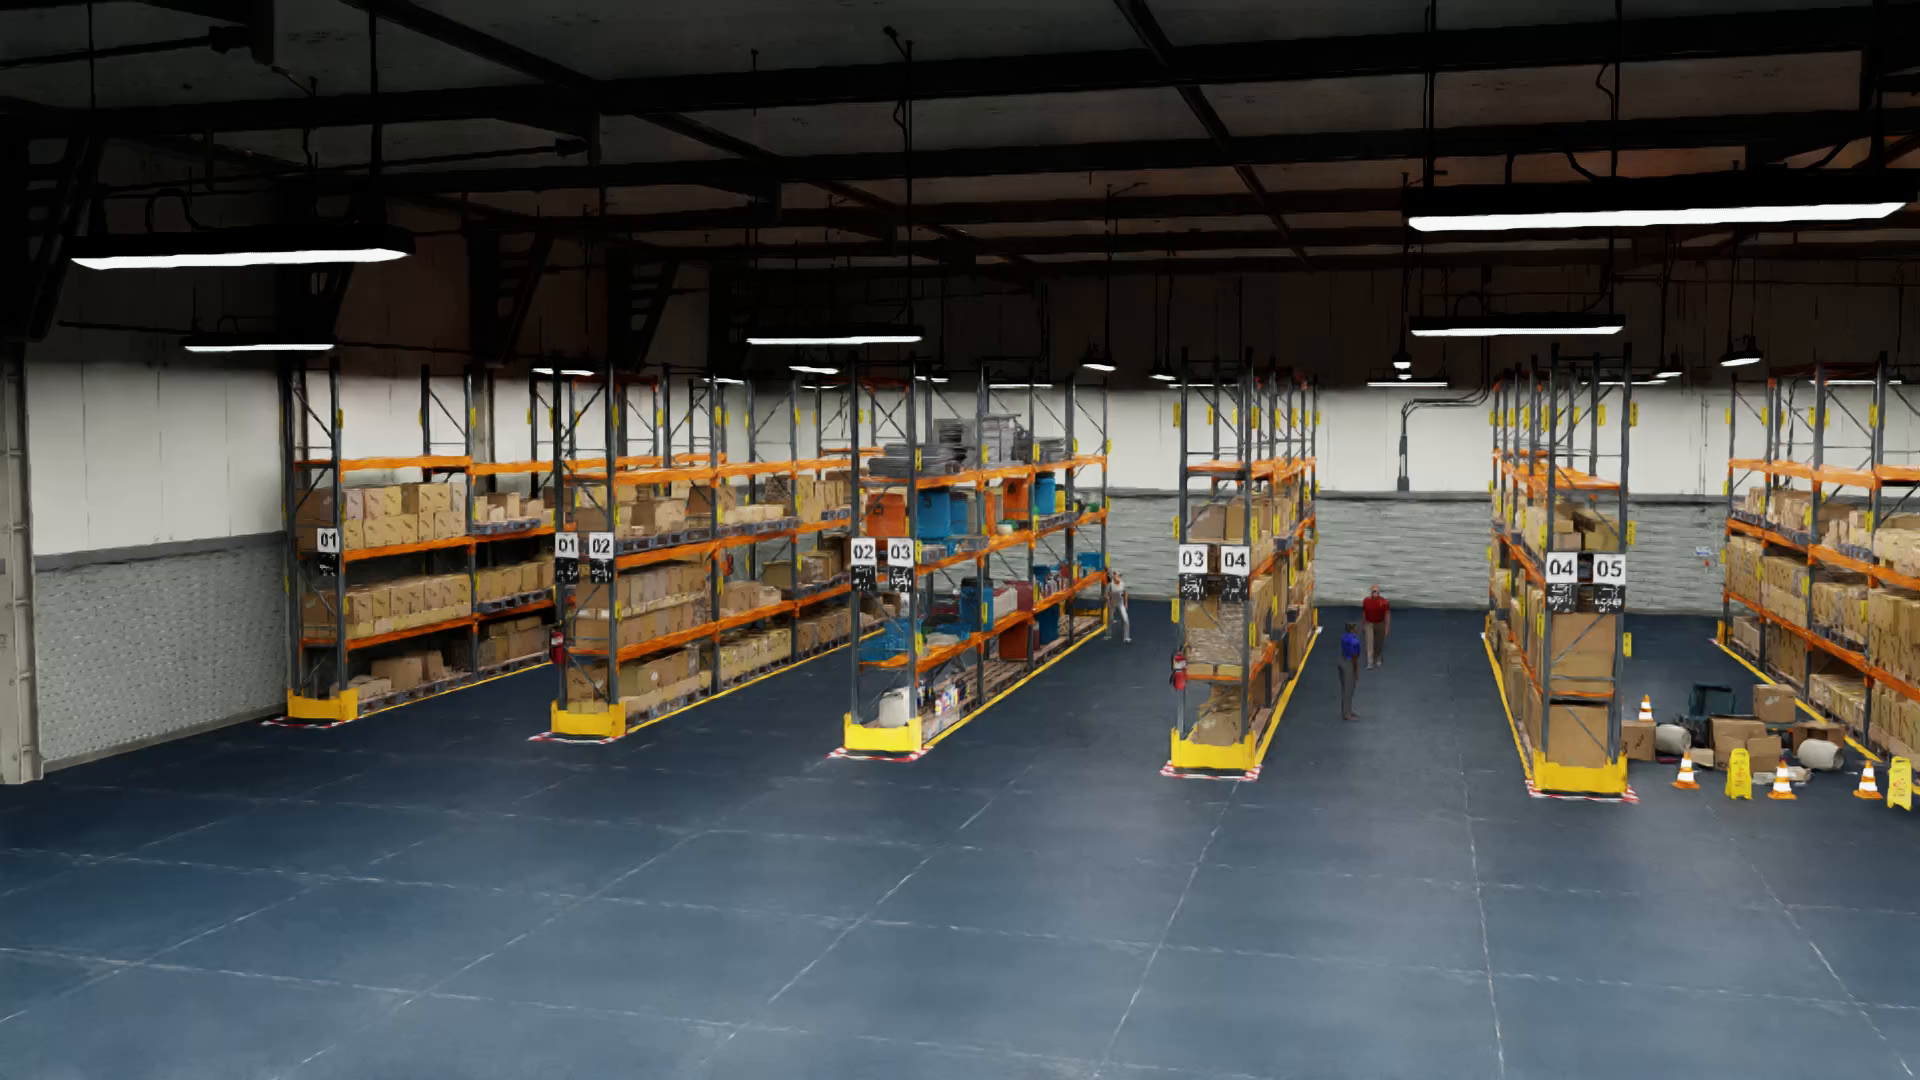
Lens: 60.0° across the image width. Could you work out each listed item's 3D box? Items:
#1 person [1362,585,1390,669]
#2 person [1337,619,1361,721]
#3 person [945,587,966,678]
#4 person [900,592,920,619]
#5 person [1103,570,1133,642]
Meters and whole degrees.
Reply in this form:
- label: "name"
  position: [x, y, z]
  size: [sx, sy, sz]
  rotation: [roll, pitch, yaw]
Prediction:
- label: "person"
  position: [8.314, 1.723, 33.243]
  size: [0.556, 1.669, 1.019]
  rotation: [1, 4, 14]
- label: "person"
  position: [6.492, 2.137, 27.566]
  size: [0.440, 1.666, 0.551]
  rotation: [-1, 4, -11]
- label: "person"
  position: [-0.104, 1.780, 31.619]
  size: [0.482, 1.779, 0.635]
  rotation: [1, 4, 12]
- label: "person"
  position: [-1.055, 1.602, 35.187]
  size: [0.463, 1.622, 0.998]
  rotation: [1, 4, 14]
- label: "person"
  position: [3.518, 1.458, 37.235]
  size: [0.609, 1.604, 0.814]
  rotation: [0, 4, -2]
